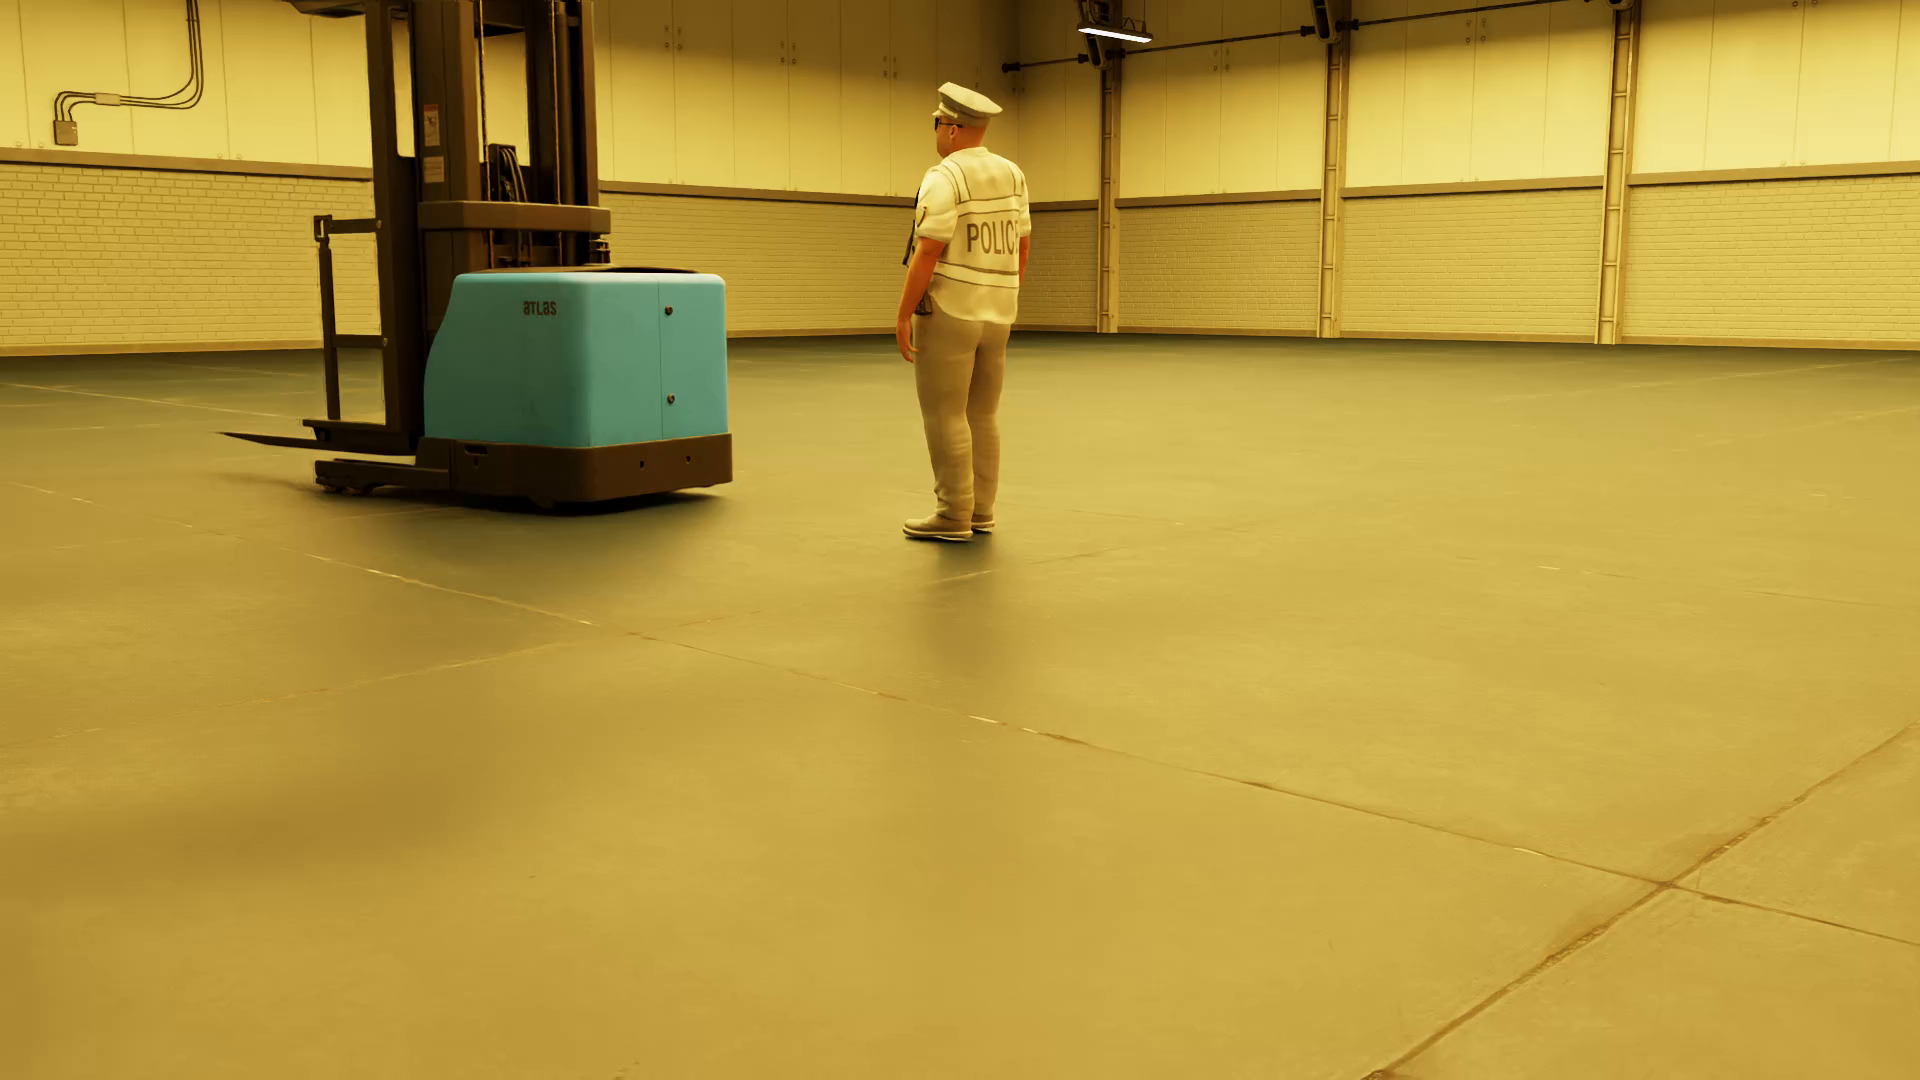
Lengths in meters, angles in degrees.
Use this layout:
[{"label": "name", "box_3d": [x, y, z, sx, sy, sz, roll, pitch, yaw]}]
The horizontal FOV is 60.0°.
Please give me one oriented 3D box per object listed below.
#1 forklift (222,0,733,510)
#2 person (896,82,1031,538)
[{"label": "forklift", "box_3d": [-2.615, -1.730, 8.366, 3.031, 2.935, 1.130, 6, 10, 34]}, {"label": "person", "box_3d": [-0.048, -0.899, 6.645, 0.574, 1.781, 0.641, 8, 12, 43]}]
